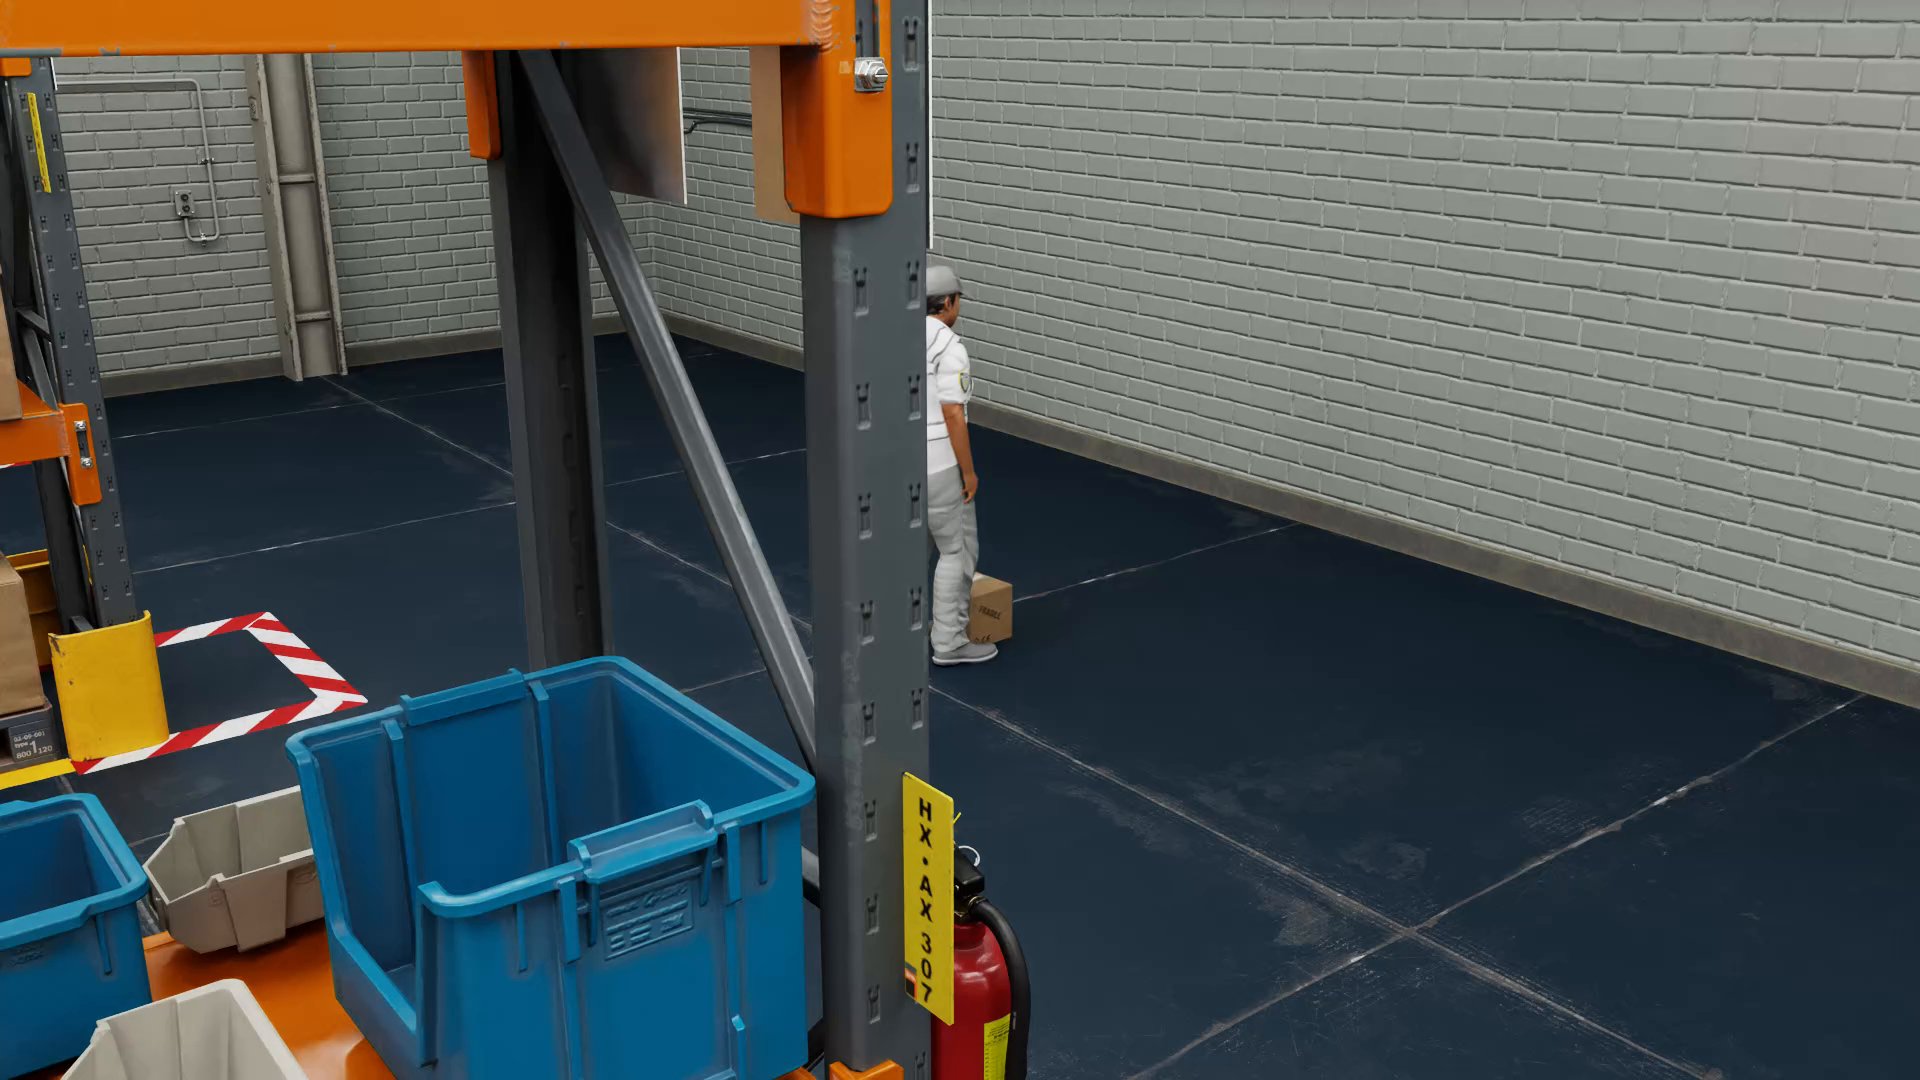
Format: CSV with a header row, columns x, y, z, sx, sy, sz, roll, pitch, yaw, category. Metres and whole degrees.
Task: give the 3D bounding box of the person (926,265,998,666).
x,y,z,sx,sy,sz,roll,pitch,yaw,category
-0.110,-0.317,7.029,0.470,1.664,0.547,-15,23,-38,person
